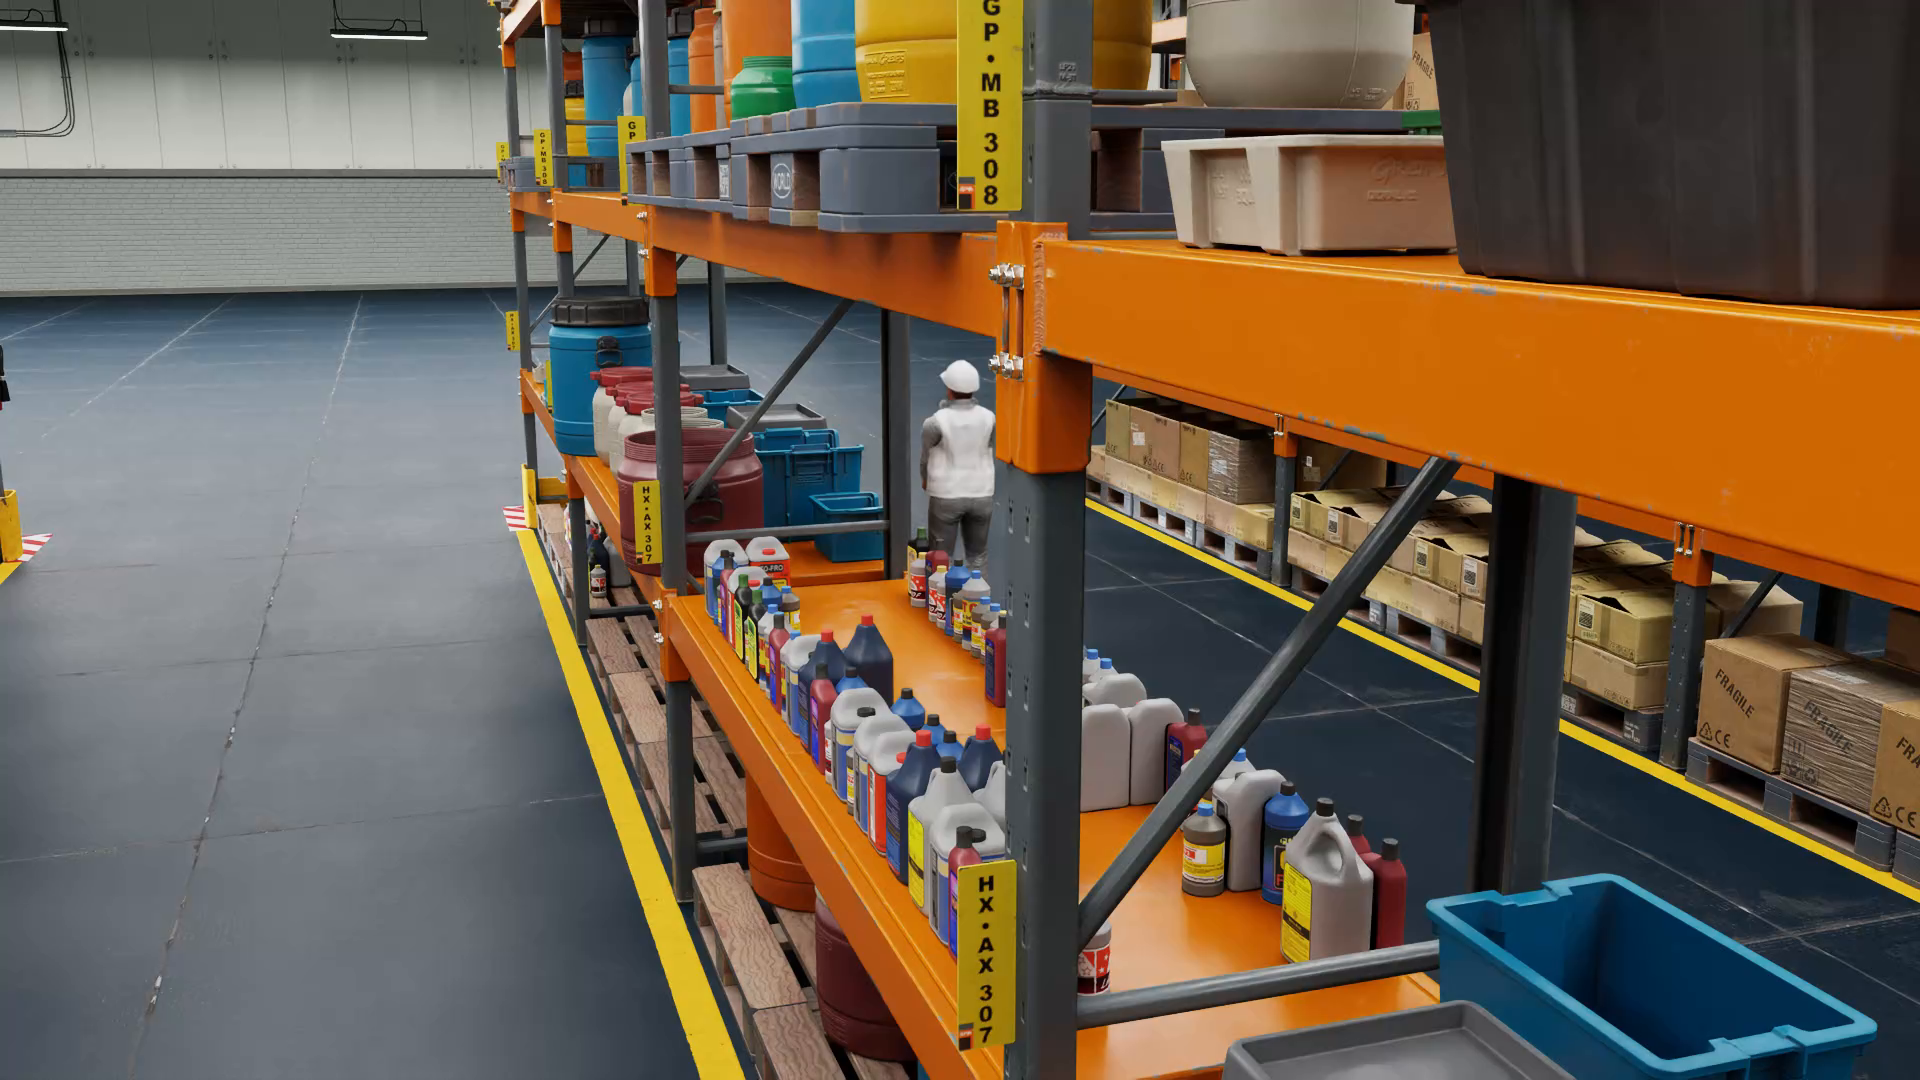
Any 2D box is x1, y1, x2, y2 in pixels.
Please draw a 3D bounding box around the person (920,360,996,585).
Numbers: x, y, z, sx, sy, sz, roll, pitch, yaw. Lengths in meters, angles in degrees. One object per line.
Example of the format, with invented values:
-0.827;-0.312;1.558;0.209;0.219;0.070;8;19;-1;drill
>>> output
-0.032;-0.295;10.753;0.501;1.774;0.548;-4;13;-18;person
